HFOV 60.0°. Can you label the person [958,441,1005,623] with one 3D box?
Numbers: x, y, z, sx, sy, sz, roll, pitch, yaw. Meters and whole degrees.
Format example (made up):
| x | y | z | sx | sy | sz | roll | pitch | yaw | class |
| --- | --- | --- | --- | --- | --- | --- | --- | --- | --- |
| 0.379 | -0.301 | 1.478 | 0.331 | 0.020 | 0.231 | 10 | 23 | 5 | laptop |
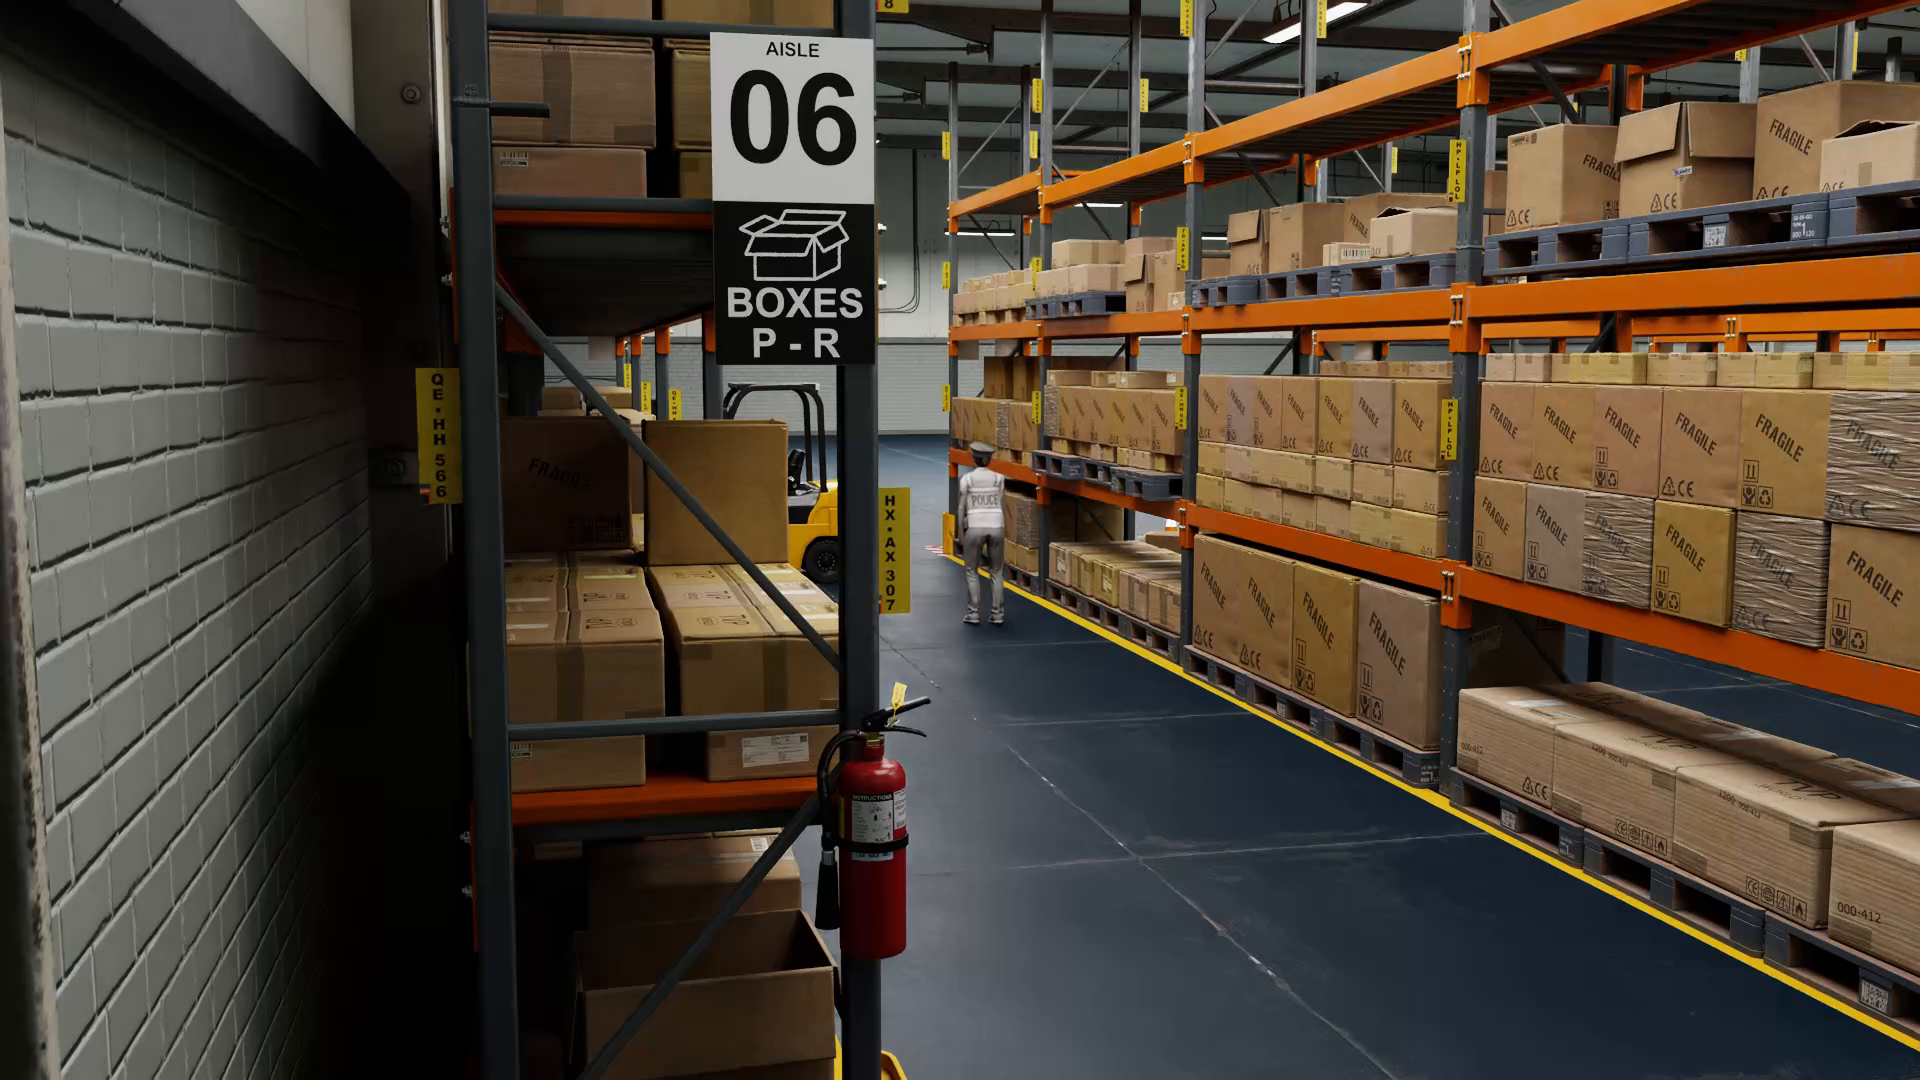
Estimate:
| x | y | z | sx | sy | sz | roll | pitch | yaw | class |
| --- | --- | --- | --- | --- | --- | --- | --- | --- | --- |
| 0.190 | -0.067 | 15.284 | 0.416 | 1.674 | 0.535 | -1 | 6 | -13 | person |
